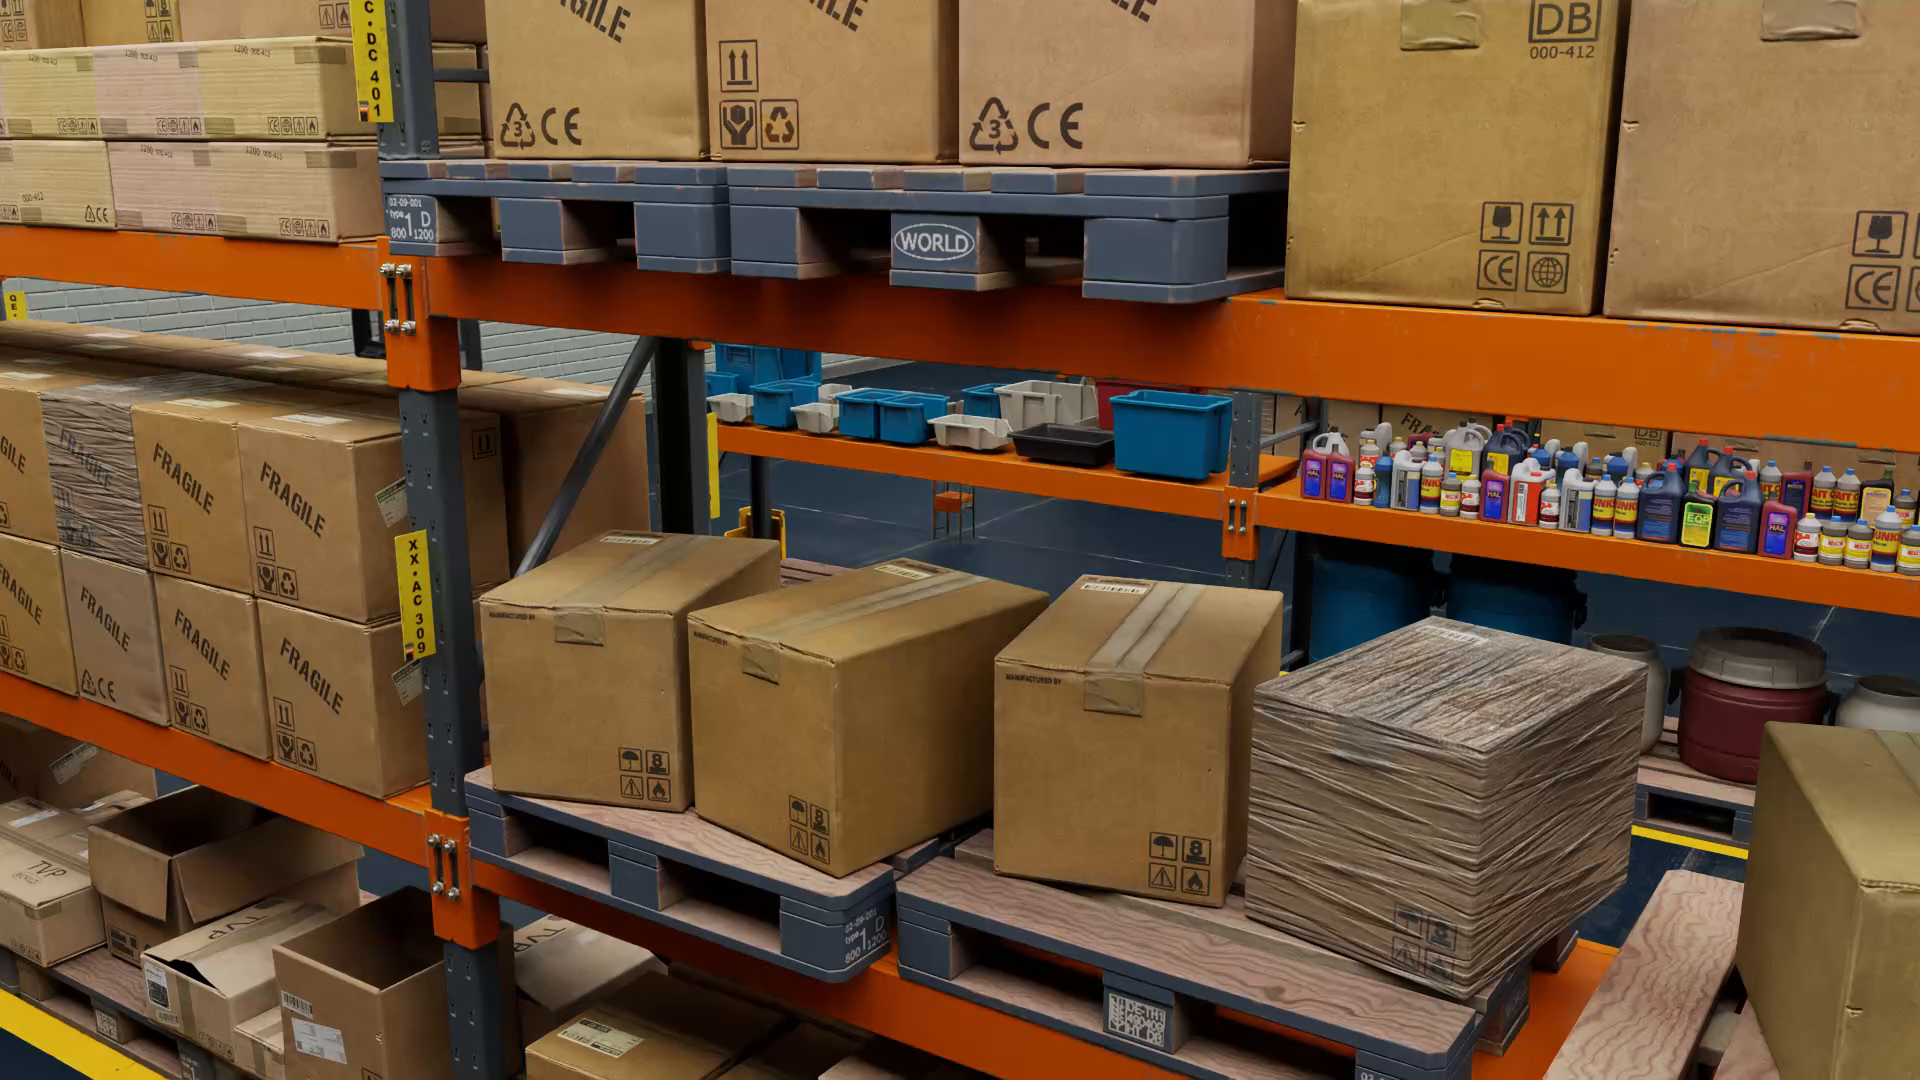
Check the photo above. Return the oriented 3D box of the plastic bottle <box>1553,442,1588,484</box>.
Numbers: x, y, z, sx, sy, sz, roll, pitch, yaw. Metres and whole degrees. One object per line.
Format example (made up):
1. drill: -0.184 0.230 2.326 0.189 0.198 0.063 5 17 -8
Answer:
1. plastic bottle: 3.030 -0.352 8.260 0.135 0.276 0.152 9 17 33

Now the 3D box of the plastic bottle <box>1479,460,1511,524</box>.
1. plastic bottle: 2.492 -0.225 7.733 0.133 0.283 0.061 9 17 33

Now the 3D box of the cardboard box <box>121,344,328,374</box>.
1. cardboard box: -2.596 -0.408 5.941 0.500 0.500 0.500 10 17 35

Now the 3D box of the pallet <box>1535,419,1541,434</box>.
1. pallet: 6.728 -1.227 17.342 1.213 0.211 1.003 9 17 33

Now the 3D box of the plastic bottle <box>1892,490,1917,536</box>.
1. plastic bottle: 4.254 -0.126 7.502 0.097 0.201 0.097 0 14 0

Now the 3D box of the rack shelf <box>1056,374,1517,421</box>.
1. rack shelf: 2.794 -1.442 13.902 4.000 0.370 1.077 9 17 33

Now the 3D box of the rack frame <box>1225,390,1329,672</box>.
1. rack frame: 1.689 -0.535 8.742 0.127 3.000 1.000 9 17 33

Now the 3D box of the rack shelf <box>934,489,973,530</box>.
1. rack shelf: -0.044 -0.237 12.795 0.240 0.259 0.215 9 17 33

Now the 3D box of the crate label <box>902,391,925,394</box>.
1. crate label: -0.375 -0.825 10.338 0.243 0.136 0.396 9 17 33

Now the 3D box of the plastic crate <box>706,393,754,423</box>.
1. plastic crate: -1.389 -0.814 10.294 0.298 0.136 0.250 9 17 33

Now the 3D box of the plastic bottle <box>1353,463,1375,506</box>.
1. plastic bottle: 1.972 -0.275 8.104 0.097 0.201 0.097 0 14 0

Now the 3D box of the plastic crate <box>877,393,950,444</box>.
1. plastic crate: -0.268 -0.704 9.647 0.300 0.233 0.416 9 17 33

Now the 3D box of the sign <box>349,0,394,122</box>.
1. sign: -1.375 -1.146 3.891 0.005 0.325 0.100 9 17 33

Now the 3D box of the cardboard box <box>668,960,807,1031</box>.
1. cardboard box: -0.509 1.461 4.966 0.500 0.500 0.500 9 17 33

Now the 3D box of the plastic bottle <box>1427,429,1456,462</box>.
1. plastic bottle: 2.499 -0.437 8.606 0.135 0.276 0.152 9 17 33

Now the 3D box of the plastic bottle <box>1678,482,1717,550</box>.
1. plastic bottle: 3.222 -0.107 7.256 0.133 0.283 0.061 9 17 33

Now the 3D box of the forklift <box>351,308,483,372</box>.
1. forklift: -4.089 -1.133 11.302 3.031 2.935 1.130 -12 18 -40

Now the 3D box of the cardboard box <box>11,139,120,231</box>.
1. cardboard box: -2.459 -1.078 5.005 0.500 0.250 0.500 9 17 33

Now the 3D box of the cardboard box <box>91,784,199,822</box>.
1. cardboard box: -3.038 1.194 6.564 0.500 0.250 0.500 9 17 33

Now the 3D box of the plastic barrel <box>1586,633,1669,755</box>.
1. plastic barrel: 3.137 0.734 7.921 0.421 0.512 0.421 0 14 0

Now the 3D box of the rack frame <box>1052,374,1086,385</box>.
1. rack frame: 1.134 -2.059 14.899 0.127 3.000 1.000 9 17 33

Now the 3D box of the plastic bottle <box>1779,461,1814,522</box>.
1. plastic bottle: 3.896 -0.229 7.747 0.133 0.283 0.061 9 17 33

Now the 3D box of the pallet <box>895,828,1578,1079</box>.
1. pallet: 0.624 0.822 3.660 1.213 0.211 1.003 9 17 33

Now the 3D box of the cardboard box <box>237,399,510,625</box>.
1. cardboard box: -1.643 -0.098 4.688 0.500 0.500 0.500 9 17 33

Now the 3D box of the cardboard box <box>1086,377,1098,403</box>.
1. cardboard box: 1.710 -1.162 14.821 0.875 0.875 0.875 9 17 33

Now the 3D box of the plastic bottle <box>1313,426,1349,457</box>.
1. plastic bottle: 1.834 -0.394 8.275 0.185 0.351 0.144 9 17 33

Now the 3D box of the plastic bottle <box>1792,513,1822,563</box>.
1. plastic bottle: 3.592 -0.013 7.046 0.097 0.201 0.097 0 14 0

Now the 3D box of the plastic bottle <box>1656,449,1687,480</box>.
1. plastic bottle: 3.439 -0.302 8.045 0.133 0.283 0.061 9 17 33

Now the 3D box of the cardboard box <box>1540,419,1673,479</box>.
1. cardboard box: 4.995 -0.613 12.606 0.875 0.875 1.225 9 17 33

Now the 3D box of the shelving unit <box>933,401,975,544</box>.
1. shelving unit: -0.044 -0.517 12.726 0.252 1.050 0.215 9 17 33

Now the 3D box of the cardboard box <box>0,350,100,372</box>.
1. cardboard box: -3.326 -0.369 5.784 0.500 0.500 0.500 9 17 34

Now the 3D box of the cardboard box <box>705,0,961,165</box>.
1. cardboard box: -0.135 -1.138 3.644 0.600 0.600 0.600 9 16 32

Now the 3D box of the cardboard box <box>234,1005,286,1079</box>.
1. cardboard box: -2.054 1.564 5.279 0.250 0.149 0.380 9 17 33

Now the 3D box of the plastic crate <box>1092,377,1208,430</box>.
1. plastic crate: 1.088 -0.765 9.413 0.583 0.464 0.402 9 17 33

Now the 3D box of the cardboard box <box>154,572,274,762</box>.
1. cardboard box: -2.065 0.319 5.085 0.500 0.500 0.500 10 17 34

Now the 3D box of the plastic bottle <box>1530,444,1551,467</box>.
1. plastic bottle: 2.864 -0.340 8.223 0.097 0.271 0.097 0 14 0

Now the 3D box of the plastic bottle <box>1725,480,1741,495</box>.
1. plastic bottle: 3.413 -0.118 7.300 0.133 0.283 0.061 9 17 33

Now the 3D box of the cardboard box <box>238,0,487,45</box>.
1. cardboard box: -1.504 -1.595 4.495 0.500 0.500 0.700 9 17 33

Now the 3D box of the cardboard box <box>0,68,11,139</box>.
1. cardboard box: -2.875 -1.387 5.215 0.500 0.250 0.500 9 17 33

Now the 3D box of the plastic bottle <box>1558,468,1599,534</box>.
1. plastic bottle: 2.821 -0.182 7.572 0.135 0.276 0.152 9 17 33

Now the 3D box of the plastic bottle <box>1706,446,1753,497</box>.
1. plastic bottle: 3.575 -0.257 7.722 0.185 0.351 0.144 9 17 33

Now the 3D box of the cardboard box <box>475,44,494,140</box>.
1. cardboard box: -1.344 -1.289 4.816 0.500 0.250 0.500 9 17 33

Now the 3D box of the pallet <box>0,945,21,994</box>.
1. pallet: -3.673 1.386 6.784 1.213 0.211 1.003 9 17 33

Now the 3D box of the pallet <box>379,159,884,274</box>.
1. pallet: -0.577 -0.811 4.007 1.003 0.211 1.213 9 17 33

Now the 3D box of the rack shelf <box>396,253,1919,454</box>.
1. rack shelf: 0.581 -0.387 3.397 4.000 0.370 1.077 9 17 33

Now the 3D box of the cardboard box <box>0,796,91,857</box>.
1. cardboard box: -3.690 1.233 6.405 0.500 0.250 0.500 9 17 33

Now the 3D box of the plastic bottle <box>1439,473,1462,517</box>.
1. plastic bottle: 2.326 -0.217 7.873 0.097 0.201 0.097 0 14 0

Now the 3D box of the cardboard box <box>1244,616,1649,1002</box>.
1. cardboard box: 1.003 0.513 3.425 0.500 0.500 0.700 13 19 43
